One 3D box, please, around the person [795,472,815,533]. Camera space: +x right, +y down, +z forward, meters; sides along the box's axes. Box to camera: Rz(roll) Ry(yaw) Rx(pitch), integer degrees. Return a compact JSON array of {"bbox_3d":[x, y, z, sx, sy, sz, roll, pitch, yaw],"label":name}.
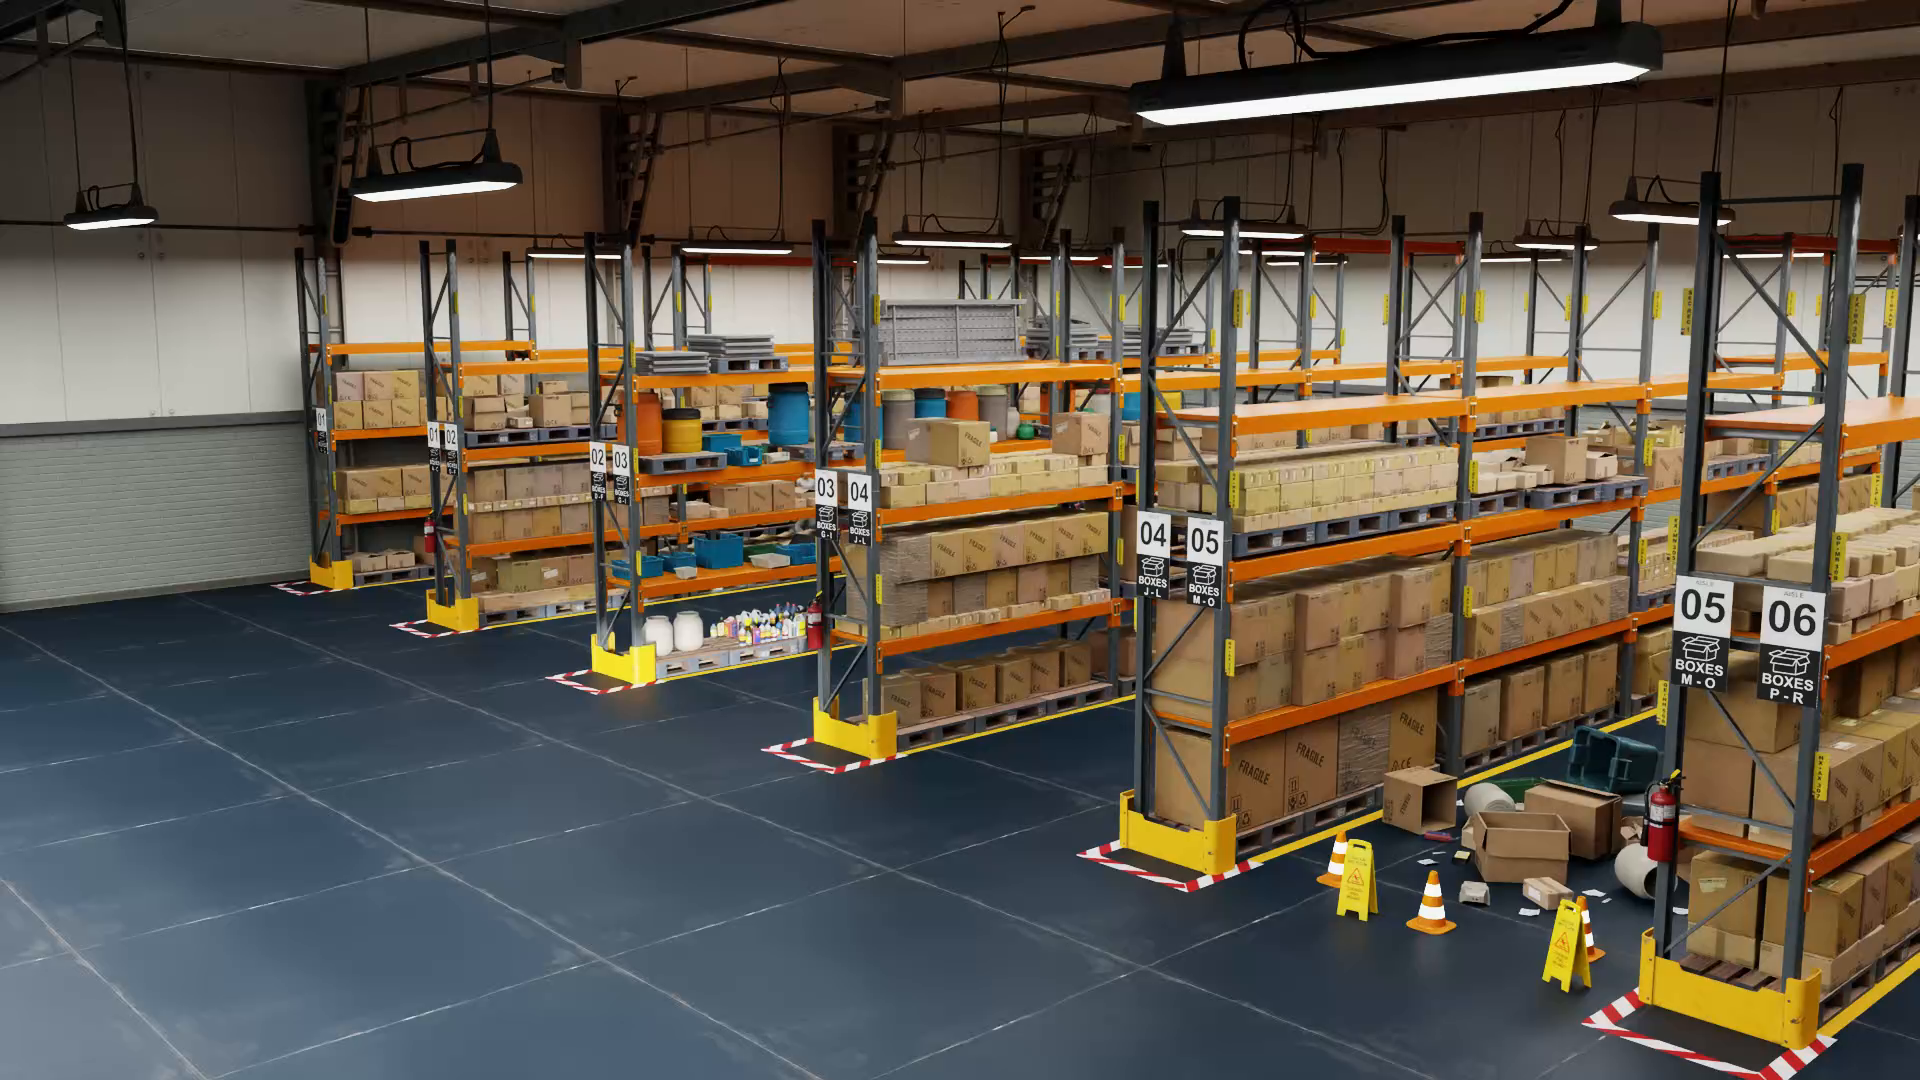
[{"bbox_3d":[-3.191,-0.701,34.447,0.539,1.699,0.373,-7,11,-40],"label":"person"}]
